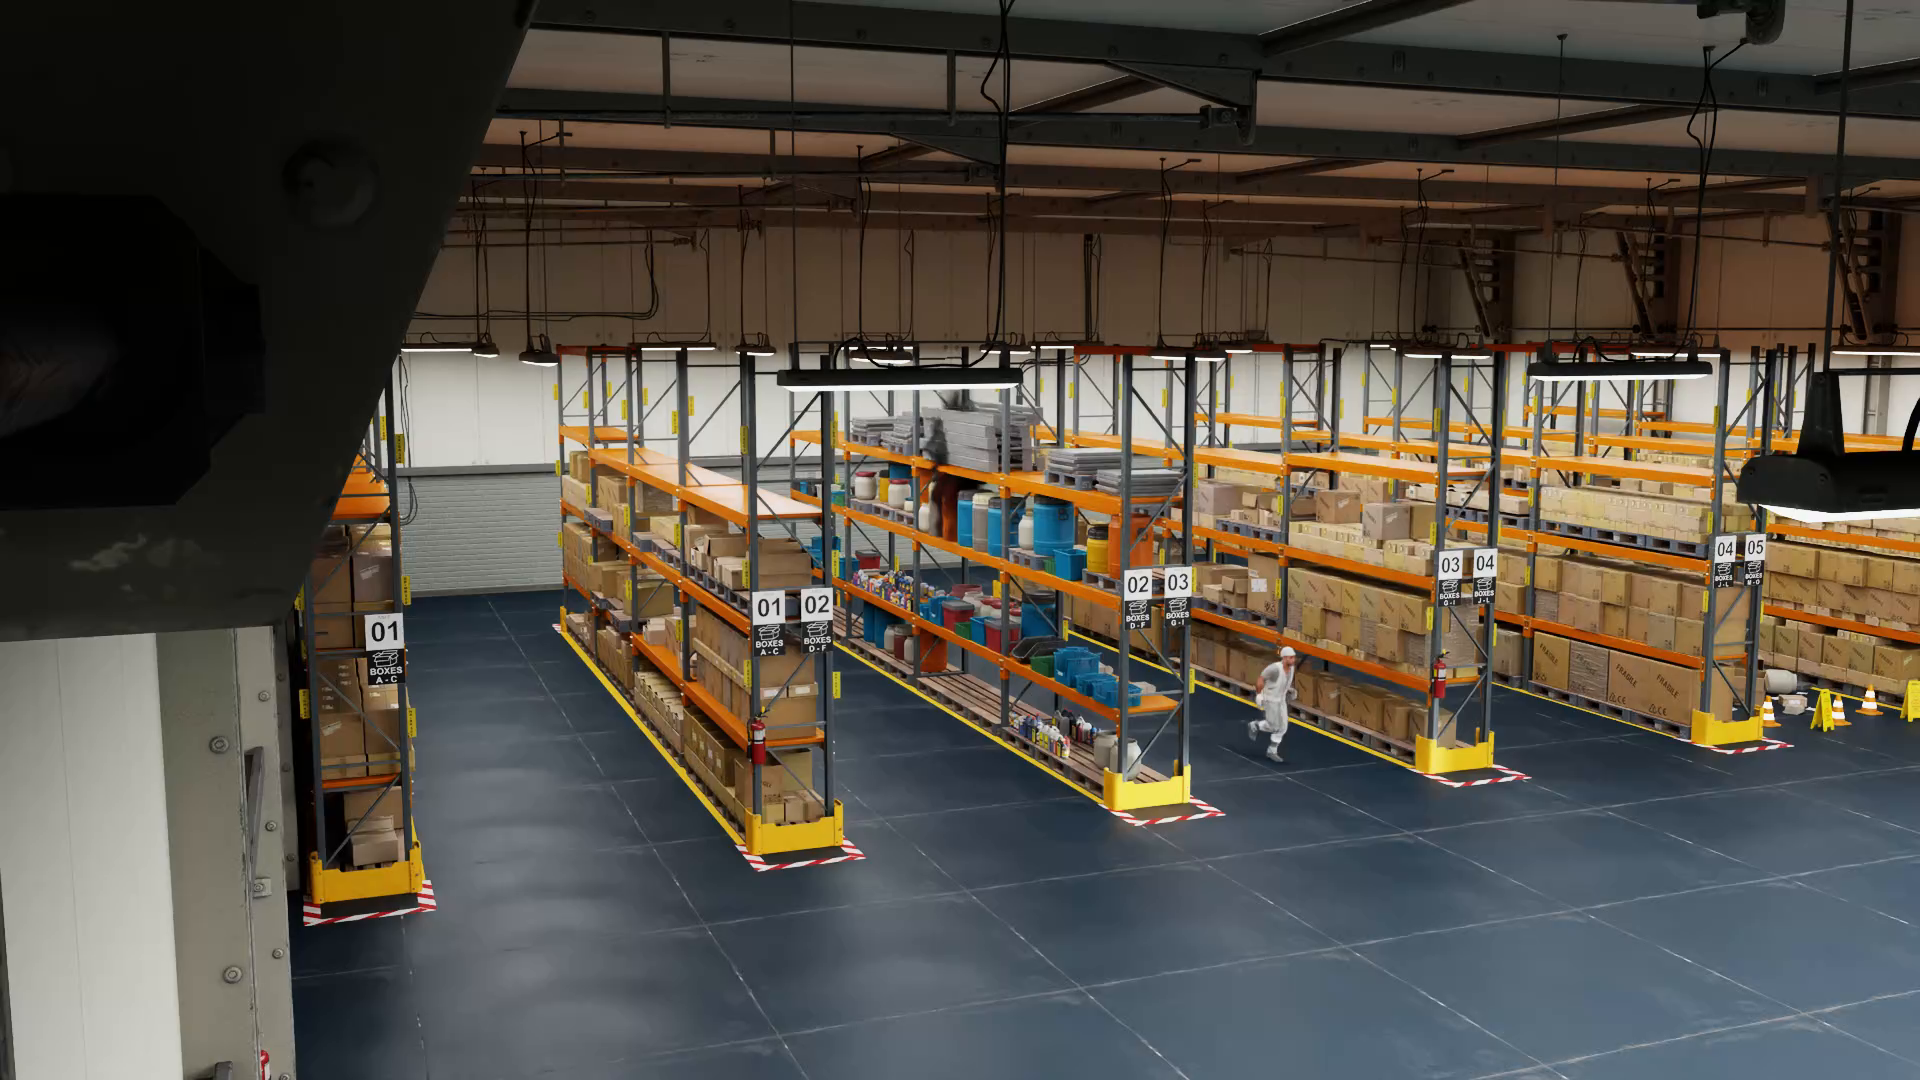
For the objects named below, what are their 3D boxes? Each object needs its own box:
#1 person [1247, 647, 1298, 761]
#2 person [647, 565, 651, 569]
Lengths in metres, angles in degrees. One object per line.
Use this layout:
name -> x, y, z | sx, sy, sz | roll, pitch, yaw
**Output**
person -> 4.625, 2.388, 24.584 | 0.655, 1.716, 0.831 | -7, 10, -44
person -> -6.493, 1.035, 35.459 | 0.510, 1.646, 0.727 | -5, 9, -33
